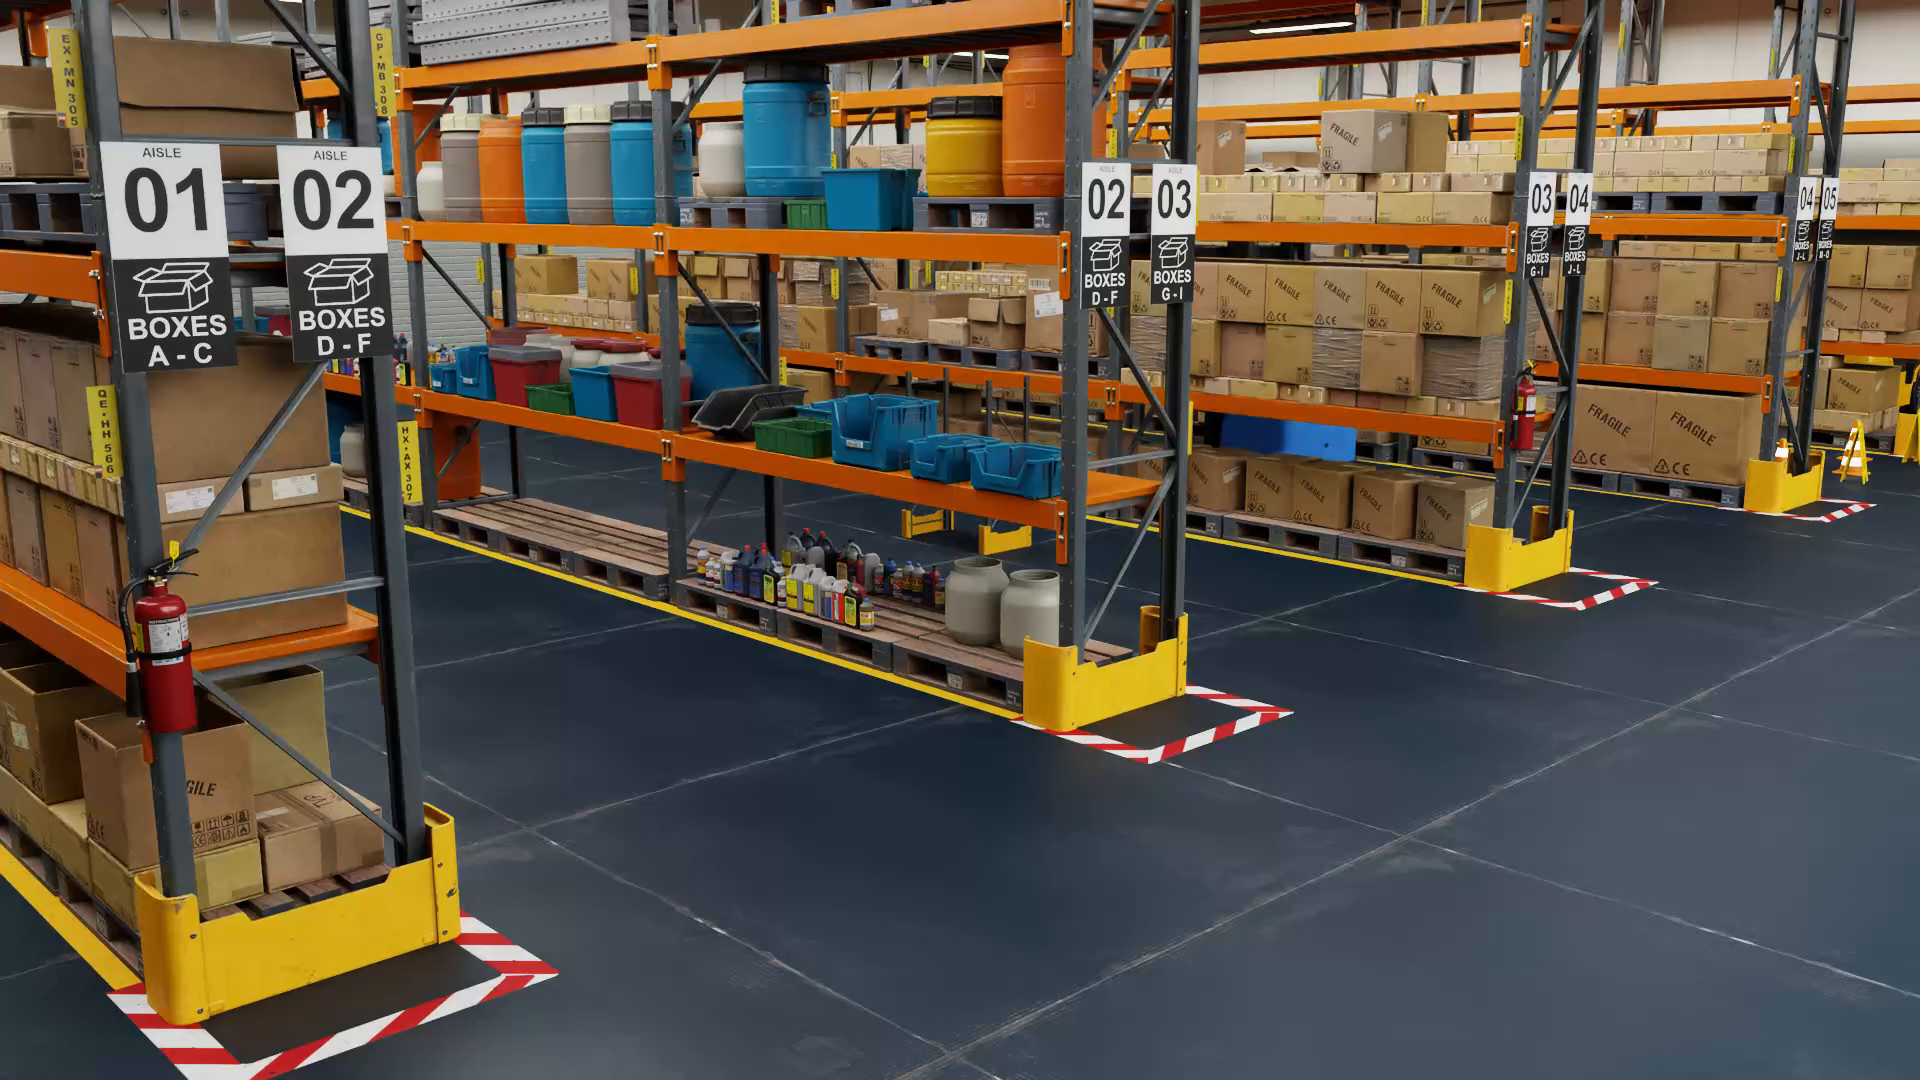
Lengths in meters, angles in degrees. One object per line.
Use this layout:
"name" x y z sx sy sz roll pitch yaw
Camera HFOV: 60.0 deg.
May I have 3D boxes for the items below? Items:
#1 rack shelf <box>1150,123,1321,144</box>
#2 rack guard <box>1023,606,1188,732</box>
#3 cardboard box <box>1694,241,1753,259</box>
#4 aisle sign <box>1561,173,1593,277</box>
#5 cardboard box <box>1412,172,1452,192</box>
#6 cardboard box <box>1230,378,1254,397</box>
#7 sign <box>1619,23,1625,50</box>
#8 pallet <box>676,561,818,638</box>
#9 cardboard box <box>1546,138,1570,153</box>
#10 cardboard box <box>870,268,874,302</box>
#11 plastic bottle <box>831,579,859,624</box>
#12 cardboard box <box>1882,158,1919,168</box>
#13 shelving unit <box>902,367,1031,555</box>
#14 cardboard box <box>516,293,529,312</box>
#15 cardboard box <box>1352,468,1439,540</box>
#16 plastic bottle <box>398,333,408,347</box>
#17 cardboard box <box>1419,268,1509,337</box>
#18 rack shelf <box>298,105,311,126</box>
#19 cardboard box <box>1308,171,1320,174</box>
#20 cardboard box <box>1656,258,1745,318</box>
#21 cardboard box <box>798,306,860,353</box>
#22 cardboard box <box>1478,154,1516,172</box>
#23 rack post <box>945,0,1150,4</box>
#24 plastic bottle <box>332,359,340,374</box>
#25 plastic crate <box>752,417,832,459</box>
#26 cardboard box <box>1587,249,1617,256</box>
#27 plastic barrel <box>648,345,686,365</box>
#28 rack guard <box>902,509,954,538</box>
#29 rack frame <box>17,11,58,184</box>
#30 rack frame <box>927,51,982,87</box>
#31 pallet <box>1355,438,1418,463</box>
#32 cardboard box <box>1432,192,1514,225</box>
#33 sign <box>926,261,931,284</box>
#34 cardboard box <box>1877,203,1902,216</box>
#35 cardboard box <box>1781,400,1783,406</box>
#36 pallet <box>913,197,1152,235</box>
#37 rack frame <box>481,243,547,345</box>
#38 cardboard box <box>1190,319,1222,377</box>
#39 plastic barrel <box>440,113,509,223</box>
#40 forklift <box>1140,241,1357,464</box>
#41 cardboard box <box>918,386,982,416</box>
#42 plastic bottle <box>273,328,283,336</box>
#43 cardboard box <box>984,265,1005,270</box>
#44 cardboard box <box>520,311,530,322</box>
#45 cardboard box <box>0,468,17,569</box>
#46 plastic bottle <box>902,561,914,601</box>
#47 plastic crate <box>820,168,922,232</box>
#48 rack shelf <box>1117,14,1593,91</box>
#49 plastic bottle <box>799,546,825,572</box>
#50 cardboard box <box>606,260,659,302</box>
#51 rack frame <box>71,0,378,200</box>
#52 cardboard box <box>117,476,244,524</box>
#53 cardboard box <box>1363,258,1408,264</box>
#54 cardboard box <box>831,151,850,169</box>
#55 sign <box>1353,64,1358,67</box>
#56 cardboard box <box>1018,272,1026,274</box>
"rack shelf" 4.815 -6.382 26.363 1.077 0.370 4.000 -11 16 -43
"rack guard" 0.885 0.758 9.993 1.175 0.500 0.348 -11 16 -43
"cardboard box" 9.770 -3.552 21.255 0.700 0.500 0.500 -11 16 -44
"aisle sign" 4.814 -2.458 12.965 0.394 0.787 0.004 -11 16 -43
"cardboard box" 3.773 -2.819 13.110 0.250 0.149 0.380 11 16 43
"cardboard box" 2.603 -1.360 14.703 0.380 0.149 0.250 -11 16 -43
"sign" 8.562 -6.512 21.510 0.100 0.325 0.005 -11 16 -43
"pallet" -1.357 0.424 12.329 1.003 0.211 1.213 -11 16 -43
"cardboard box" 6.334 -4.117 17.386 0.380 0.149 0.250 -11 16 -43
"cardboard box" -1.315 -3.954 25.685 0.500 0.500 0.500 -11 16 -43
"plastic bottle" -0.768 0.409 11.150 0.152 0.276 0.135 -11 16 -42
"cardboard box" 13.815 -5.284 24.148 0.797 0.503 0.637 -10 15 -41
"shelving unit" 0.053 -0.723 14.706 0.587 1.500 1.083 -11 16 -43
"cardboard box" -5.995 -3.377 23.501 0.500 0.250 0.500 -11 16 -43
"cardboard box" 3.697 -0.309 14.132 0.500 0.500 0.500 -6 13 -28
"plastic bottle" -5.683 -1.939 17.014 0.144 0.351 0.185 -11 16 -43
"cardboard box" 3.995 -1.882 13.150 0.500 0.500 0.500 -11 16 -43
"rack shelf" -8.697 -4.895 19.143 1.077 0.370 4.000 -11 16 -43
"cardboard box" 4.437 -4.212 19.571 0.500 0.250 0.500 -11 16 -43
"cardboard box" 7.536 -2.558 16.844 0.875 0.550 0.550 -11 16 -43
"cardboard box" -1.491 -2.406 18.907 0.500 0.500 0.500 -10 15 -41
"cardboard box" 5.933 -4.024 17.923 0.500 0.250 0.500 -11 16 -43
"rack post" 0.542 -3.283 9.785 0.937 0.300 0.954 -9 15 -37
"plastic bottle" -6.150 -1.785 16.430 0.061 0.283 0.133 -11 16 -43
"plastic crate" -1.057 -0.704 11.421 0.450 0.188 0.662 -11 16 -43
"cardboard box" 8.890 -3.953 23.029 0.380 0.149 0.250 -11 16 -43
"plastic barrel" -2.293 -1.282 13.364 0.433 0.535 0.433 0 12 0
"rack guard" -0.291 -0.184 15.185 0.587 0.250 0.087 -11 16 -43
"rack frame" -5.376 -3.294 8.599 1.000 3.000 0.127 -11 16 -43
"rack frame" -0.076 -6.518 24.247 1.000 3.000 0.127 -11 16 -43
"pallet" 4.861 -1.148 19.962 1.003 0.211 1.213 -11 16 -43
"cardboard box" 4.037 -2.582 12.951 0.500 0.250 0.500 -10 16 -41
"sign" -0.463 -3.927 24.392 0.100 0.325 0.005 -11 16 -43
"cardboard box" 11.077 -3.924 19.712 0.380 0.149 0.250 -11 16 -42
"cardboard box" 10.273 -1.990 21.052 0.500 0.500 0.500 11 16 44
"pallet" 0.471 -1.973 10.087 1.003 0.211 1.213 -11 16 -43
"rack frame" -6.495 -3.487 24.402 1.000 3.000 0.127 -11 16 -43
"cardboard box" 2.377 -1.778 15.123 0.875 0.500 0.500 -11 16 -43
"plastic barrel" -4.143 -3.194 14.304 0.600 0.901 0.600 0 12 0
"forklift" 3.027 -2.188 18.269 1.130 2.935 3.031 -6 13 -28
"cardboard box" -0.113 -1.508 18.044 0.500 0.250 0.500 -9 14 -36
"plastic bottle" -7.279 -2.086 17.727 0.144 0.351 0.185 -11 16 -43
"cardboard box" 0.796 -4.807 30.561 0.500 0.500 0.500 -11 16 -43
"cardboard box" -5.953 -3.154 23.407 0.380 0.149 0.250 -11 16 -43
"cardboard box" -4.352 -0.191 8.157 0.700 0.500 0.500 -11 16 -42
"plastic bottle" -0.361 0.287 11.758 0.097 0.271 0.097 0 12 0
"plastic crate" -0.563 -2.159 10.564 0.392 0.384 0.575 -11 16 -43
"rack shelf" 3.173 -4.028 13.953 1.077 0.370 4.000 -11 16 -43
"plastic bottle" -1.095 0.179 12.267 0.152 0.276 0.135 -11 16 -43
"cardboard box" -4.244 -3.372 21.623 0.500 0.500 0.500 -10 15 -41
"rack frame" -2.613 -2.710 5.765 1.000 3.000 0.127 -11 16 -43
"cardboard box" -3.015 -0.168 6.437 0.380 0.149 0.250 -11 16 -43
"cardboard box" 5.102 -3.022 19.422 0.700 0.500 0.500 -11 16 -44
"cardboard box" -1.444 -4.124 18.763 0.797 0.503 0.637 -10 15 -39
"sign" 5.798 -7.096 24.345 0.100 0.325 0.005 -11 16 -43
"cardboard box" 1.054 -3.770 23.886 0.250 0.149 0.380 11 16 43
